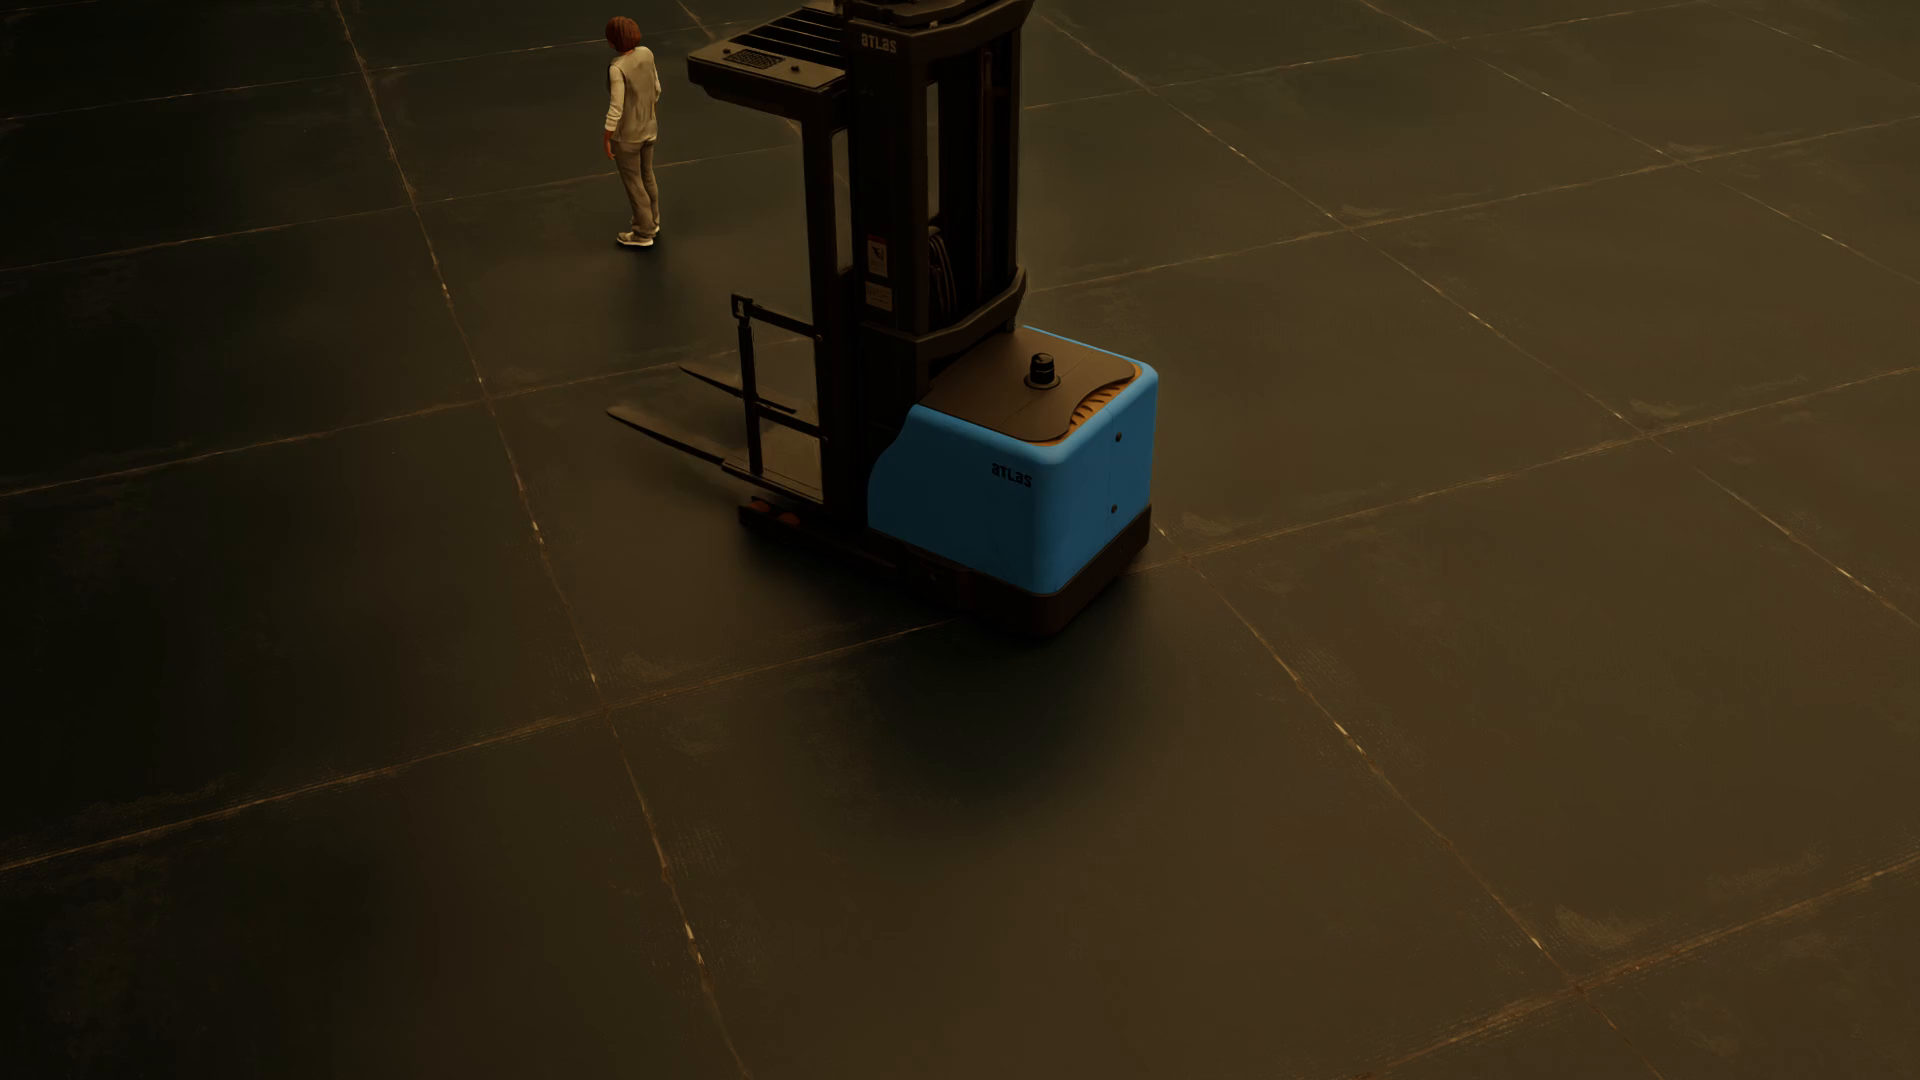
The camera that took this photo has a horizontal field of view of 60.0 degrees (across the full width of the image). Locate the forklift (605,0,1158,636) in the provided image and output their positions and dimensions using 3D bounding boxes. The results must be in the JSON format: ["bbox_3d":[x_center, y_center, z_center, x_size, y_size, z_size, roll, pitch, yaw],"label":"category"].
[{"bbox_3d":[-0.542,-1.400,8.067,3.031,2.935,1.130,22,41,27],"label":"forklift"}]

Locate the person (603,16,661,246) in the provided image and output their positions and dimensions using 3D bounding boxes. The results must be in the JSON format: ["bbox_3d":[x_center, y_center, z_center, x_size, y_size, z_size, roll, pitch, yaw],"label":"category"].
[{"bbox_3d":[-2.226,-2.714,11.056,0.471,1.599,0.517,19,39,24],"label":"person"}]
